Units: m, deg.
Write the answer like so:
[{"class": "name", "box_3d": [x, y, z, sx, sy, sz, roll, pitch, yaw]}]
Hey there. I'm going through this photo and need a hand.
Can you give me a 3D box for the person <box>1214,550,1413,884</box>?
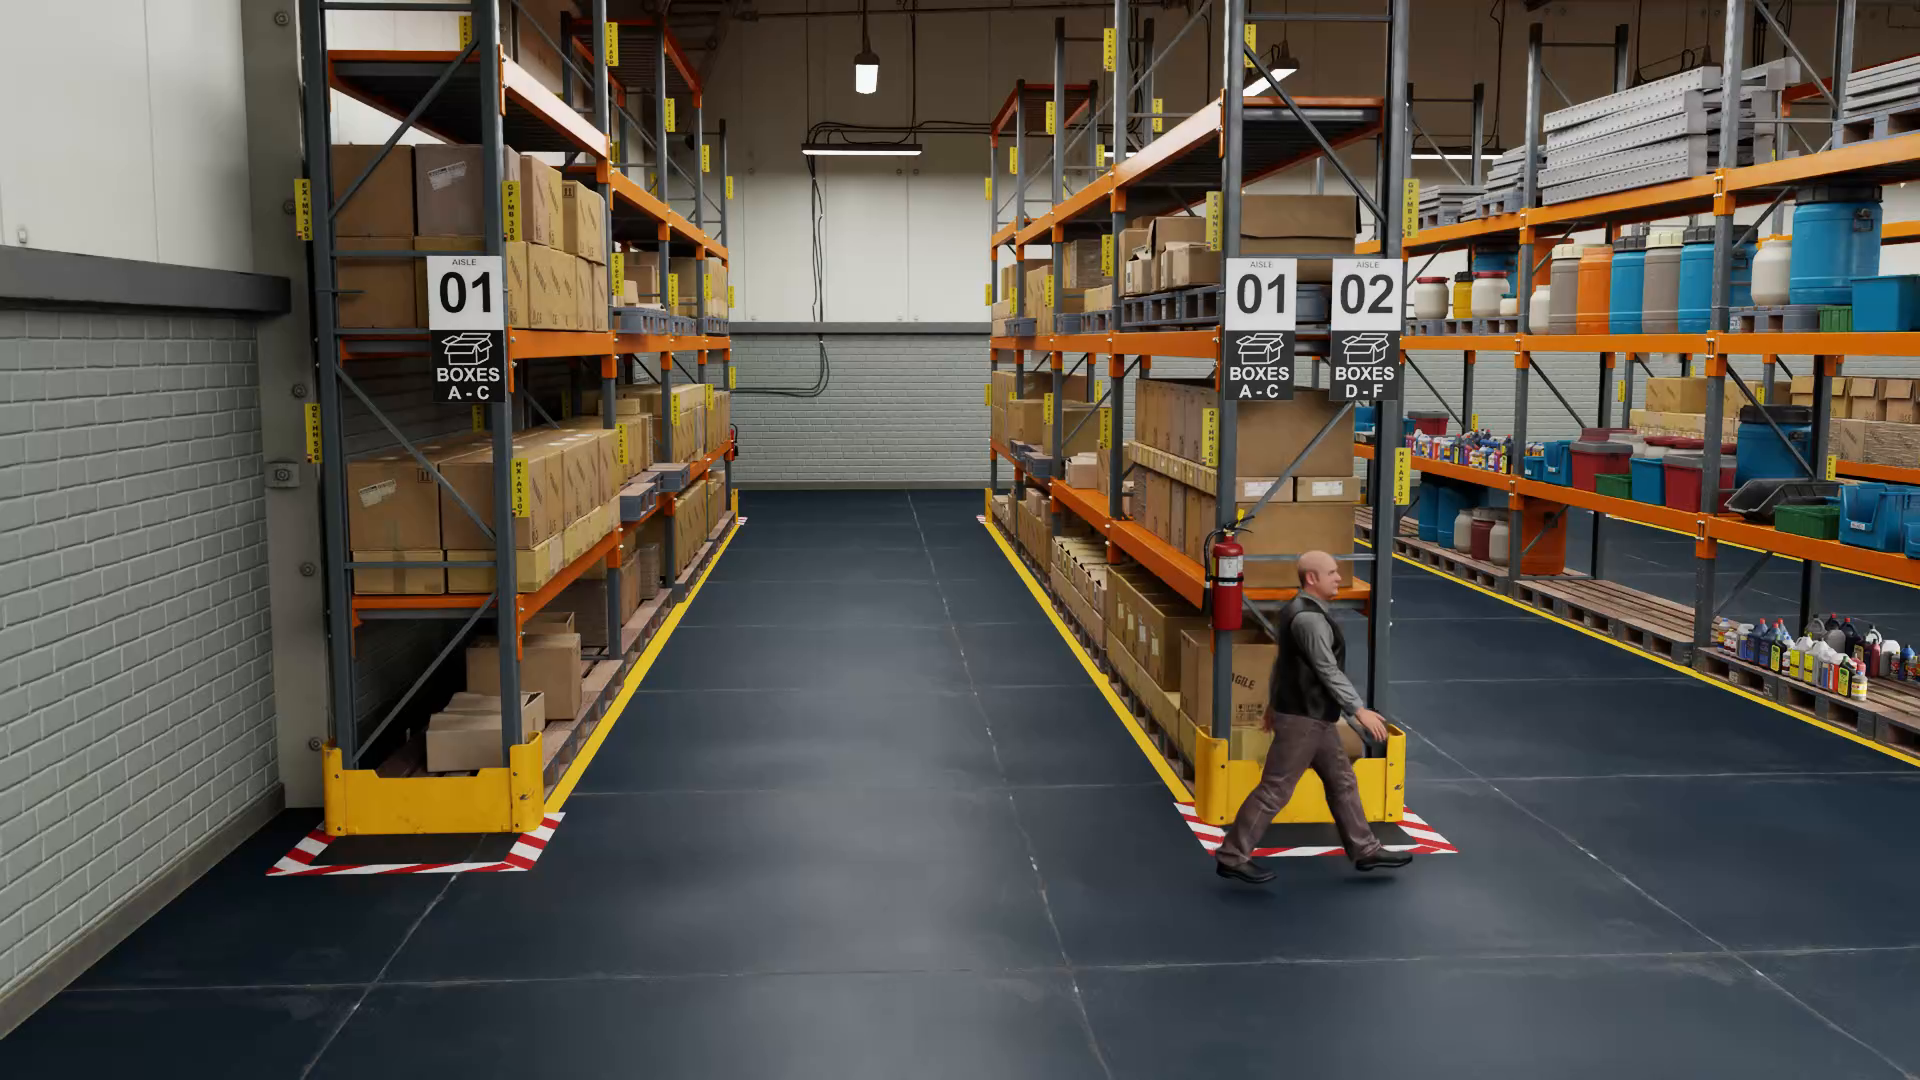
[{"class": "person", "box_3d": [1.808, 0.884, 8.382, 1.037, 1.669, 0.662, 1, 7, 4]}]
